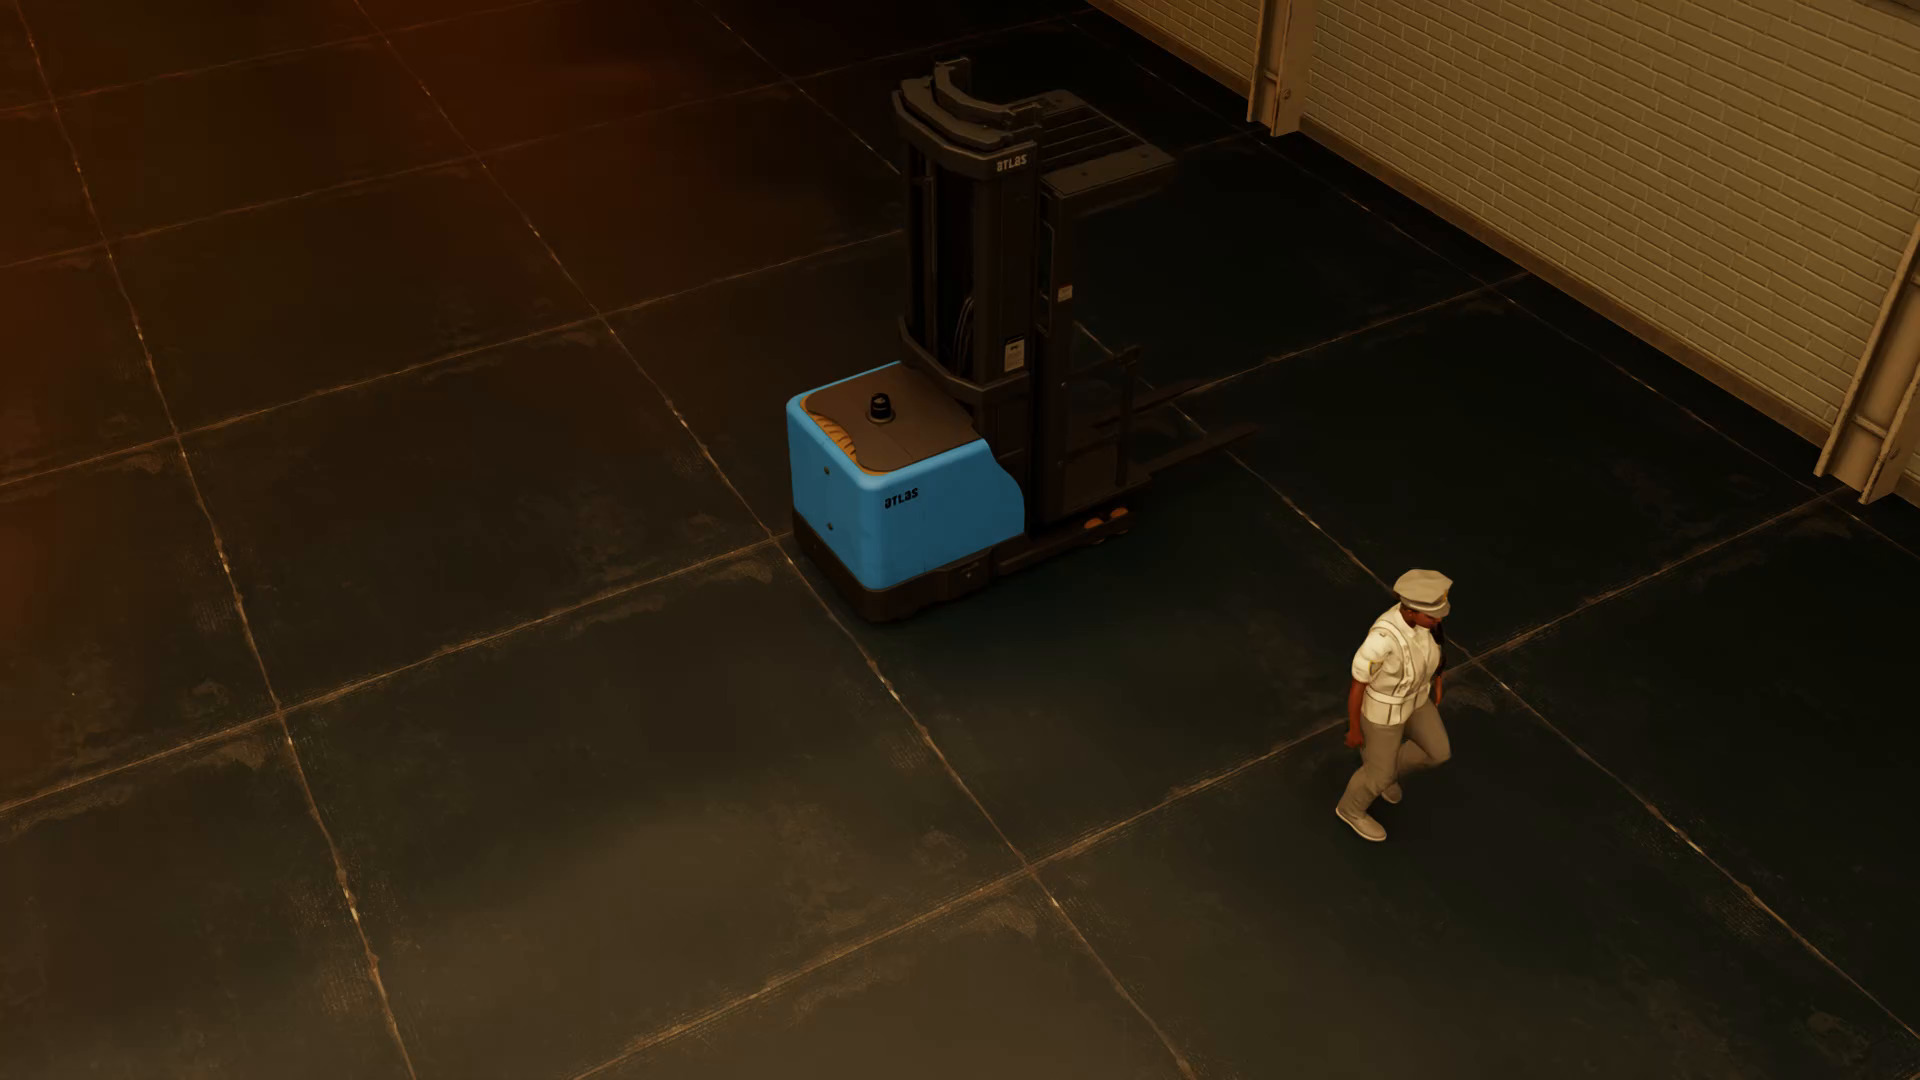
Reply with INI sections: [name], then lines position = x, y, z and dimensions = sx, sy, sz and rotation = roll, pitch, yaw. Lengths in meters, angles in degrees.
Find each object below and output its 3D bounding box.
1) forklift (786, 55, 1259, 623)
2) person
[forklift]
position = 0.496, -1.364, 9.680
dimensions = 3.031, 2.935, 1.130
rotation = -22, 44, -24
[person]
position = 2.146, 0.823, 8.052
dimensions = 0.595, 1.650, 0.449
rotation = -32, 49, -32
